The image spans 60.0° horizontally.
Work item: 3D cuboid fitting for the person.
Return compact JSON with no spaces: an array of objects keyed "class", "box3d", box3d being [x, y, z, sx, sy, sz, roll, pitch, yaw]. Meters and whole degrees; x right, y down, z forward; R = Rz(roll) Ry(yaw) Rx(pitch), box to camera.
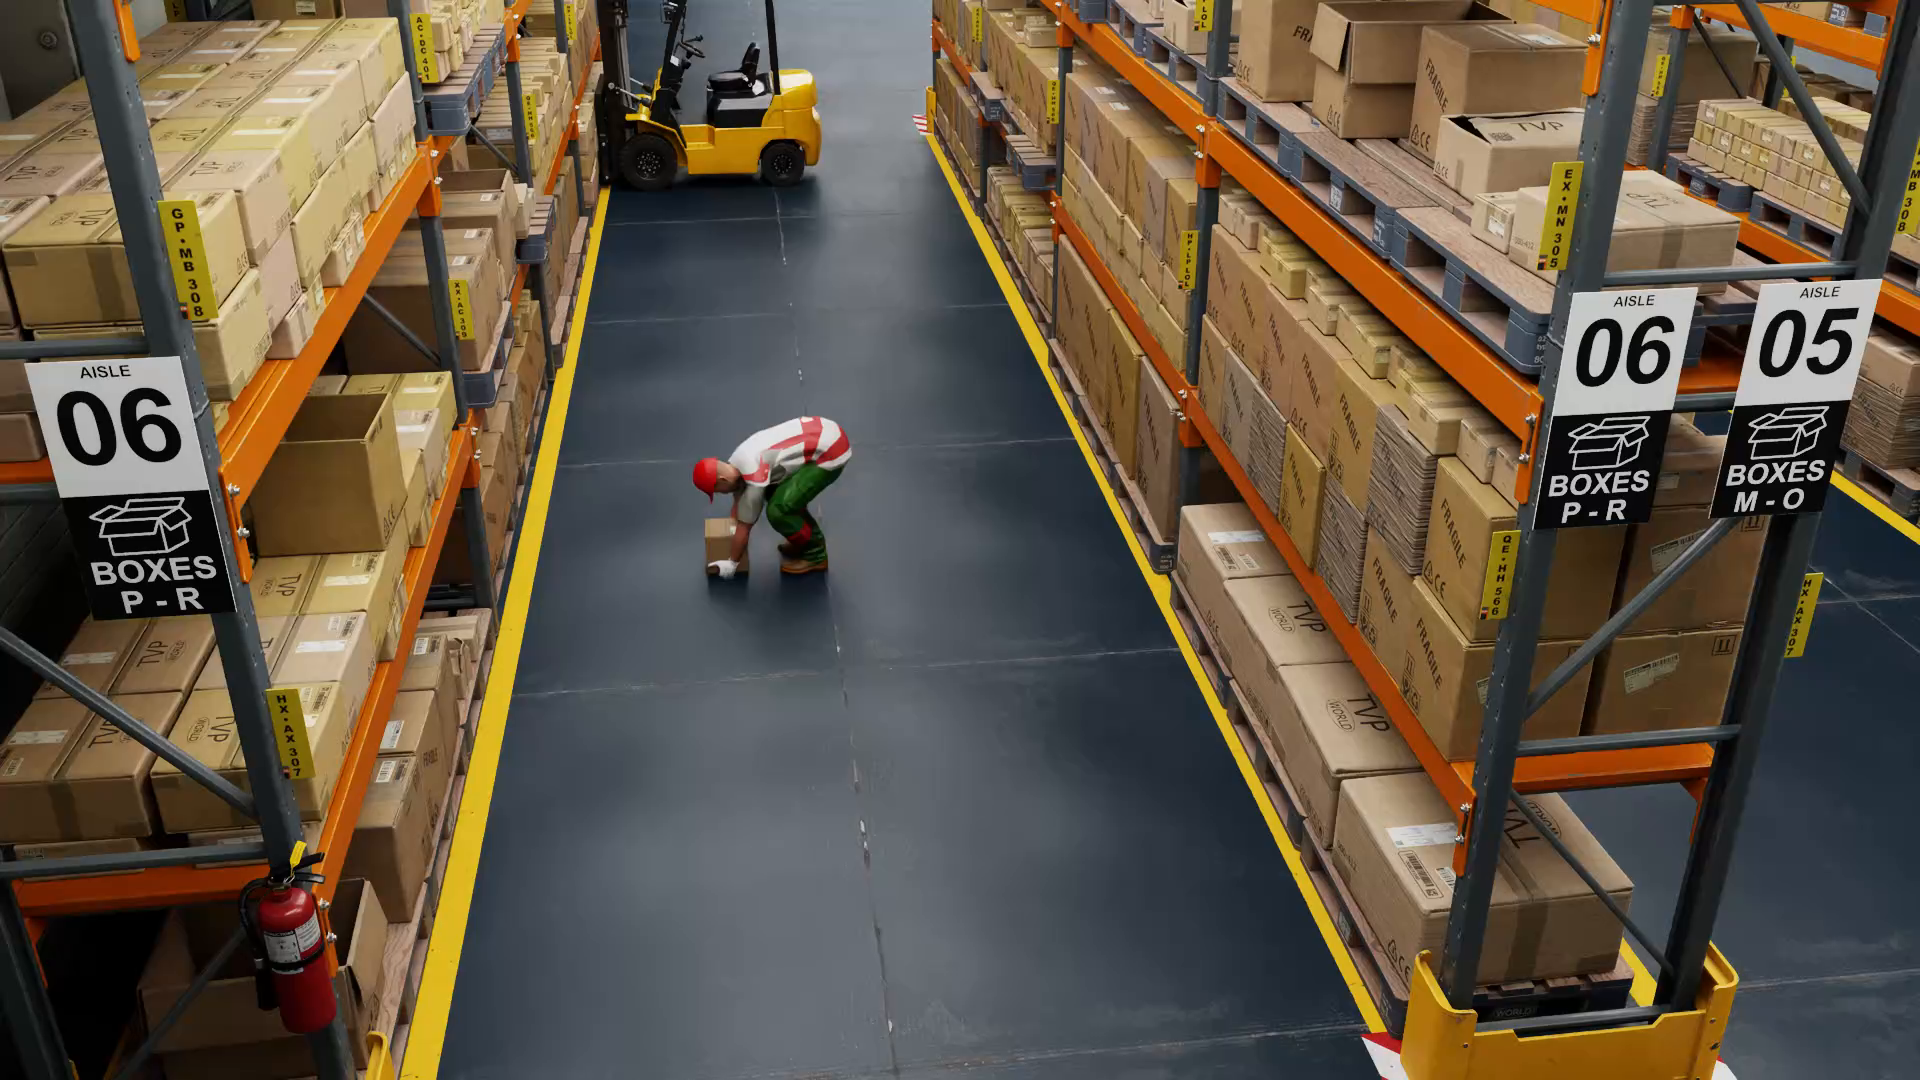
[{"class":"person","box3d":[-0.943,-0.654,9.890,0.451,1.777,0.610,-5,27,-10]}]
